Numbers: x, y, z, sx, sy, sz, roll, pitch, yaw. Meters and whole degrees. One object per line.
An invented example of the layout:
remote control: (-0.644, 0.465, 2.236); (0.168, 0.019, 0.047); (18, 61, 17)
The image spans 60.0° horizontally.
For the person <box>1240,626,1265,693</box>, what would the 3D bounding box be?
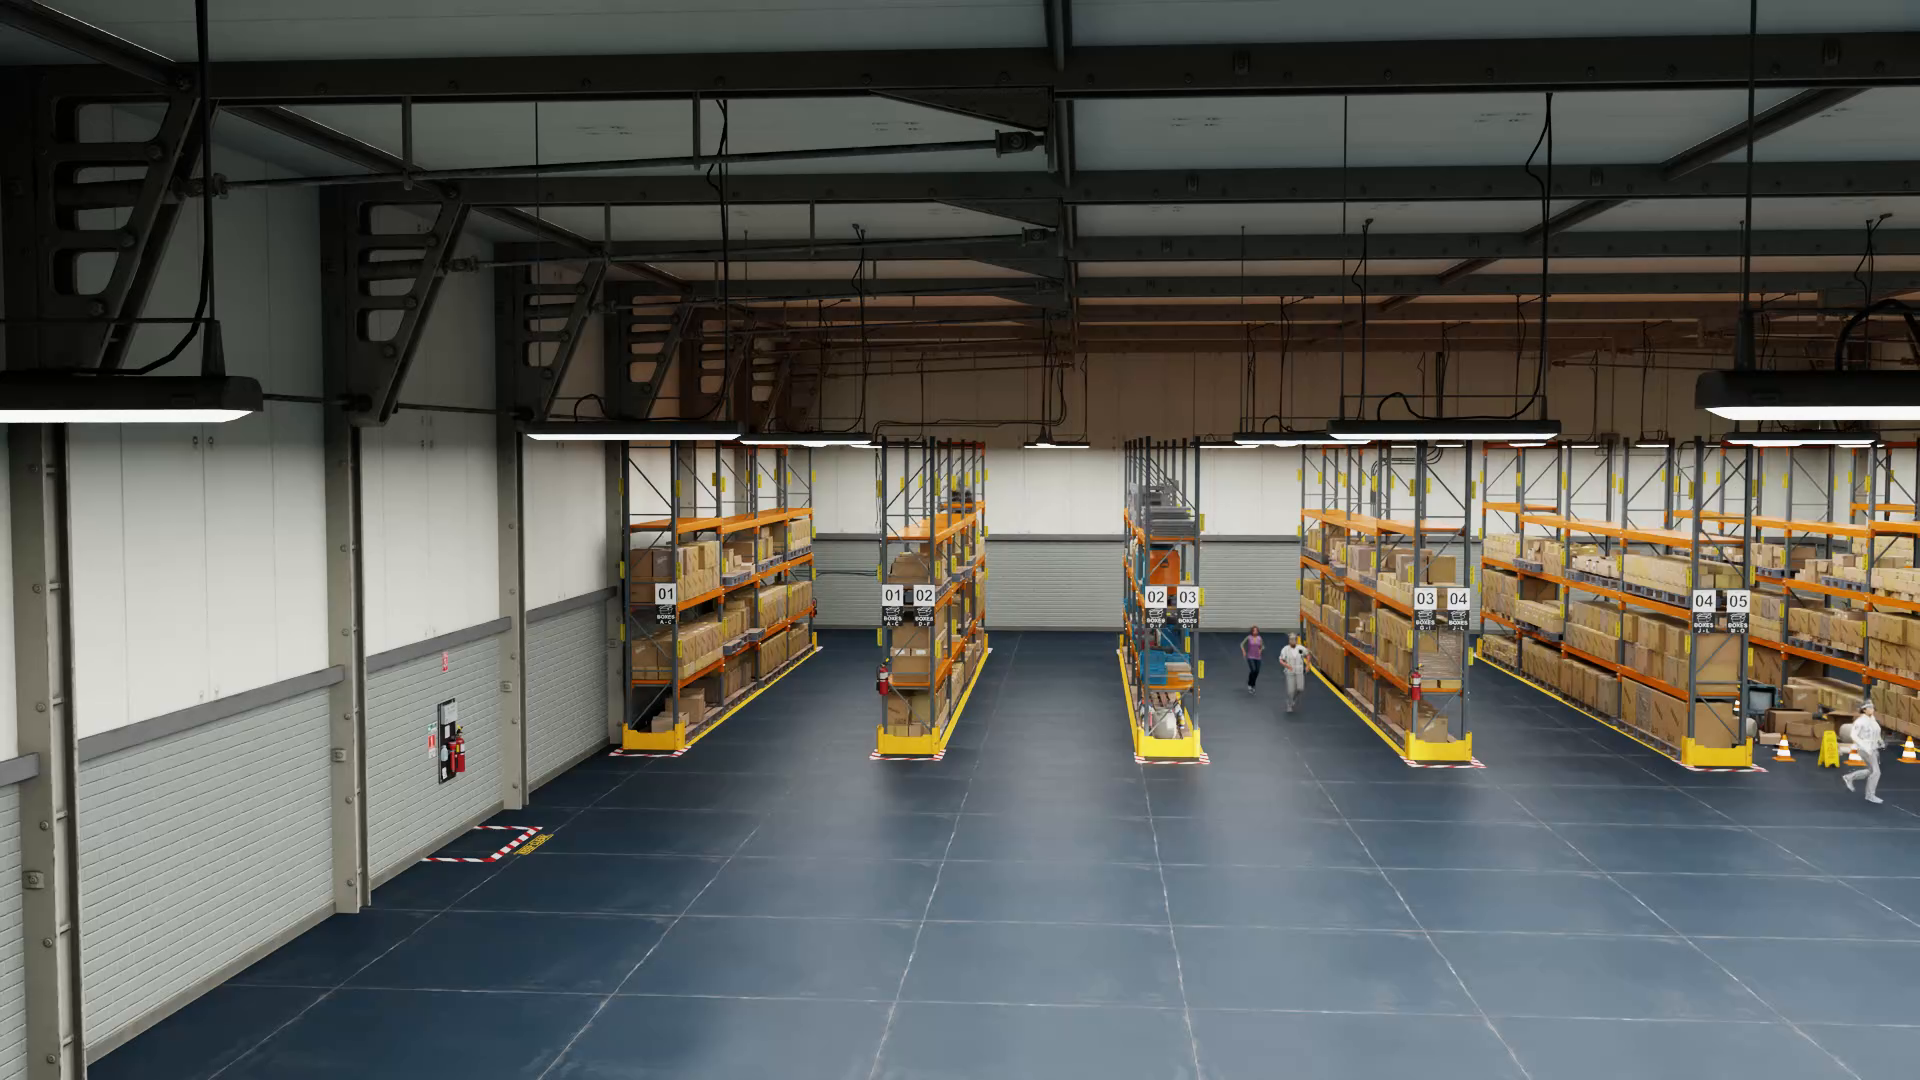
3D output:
person: (6.932, 2.821, 39.241); (0.506, 1.586, 0.656); (-1, 3, -10)

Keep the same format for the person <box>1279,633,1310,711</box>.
person: (7.348, 2.907, 36.477); (0.688, 1.738, 0.718); (0, 3, 7)

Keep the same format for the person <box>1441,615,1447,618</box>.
person: (13.117, 2.535, 45.379); (0.714, 1.503, 0.626); (1, 3, 12)

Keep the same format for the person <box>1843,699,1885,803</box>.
person: (14.848, 3.437, 27.307); (0.614, 1.684, 0.647); (-2, 4, -36)
